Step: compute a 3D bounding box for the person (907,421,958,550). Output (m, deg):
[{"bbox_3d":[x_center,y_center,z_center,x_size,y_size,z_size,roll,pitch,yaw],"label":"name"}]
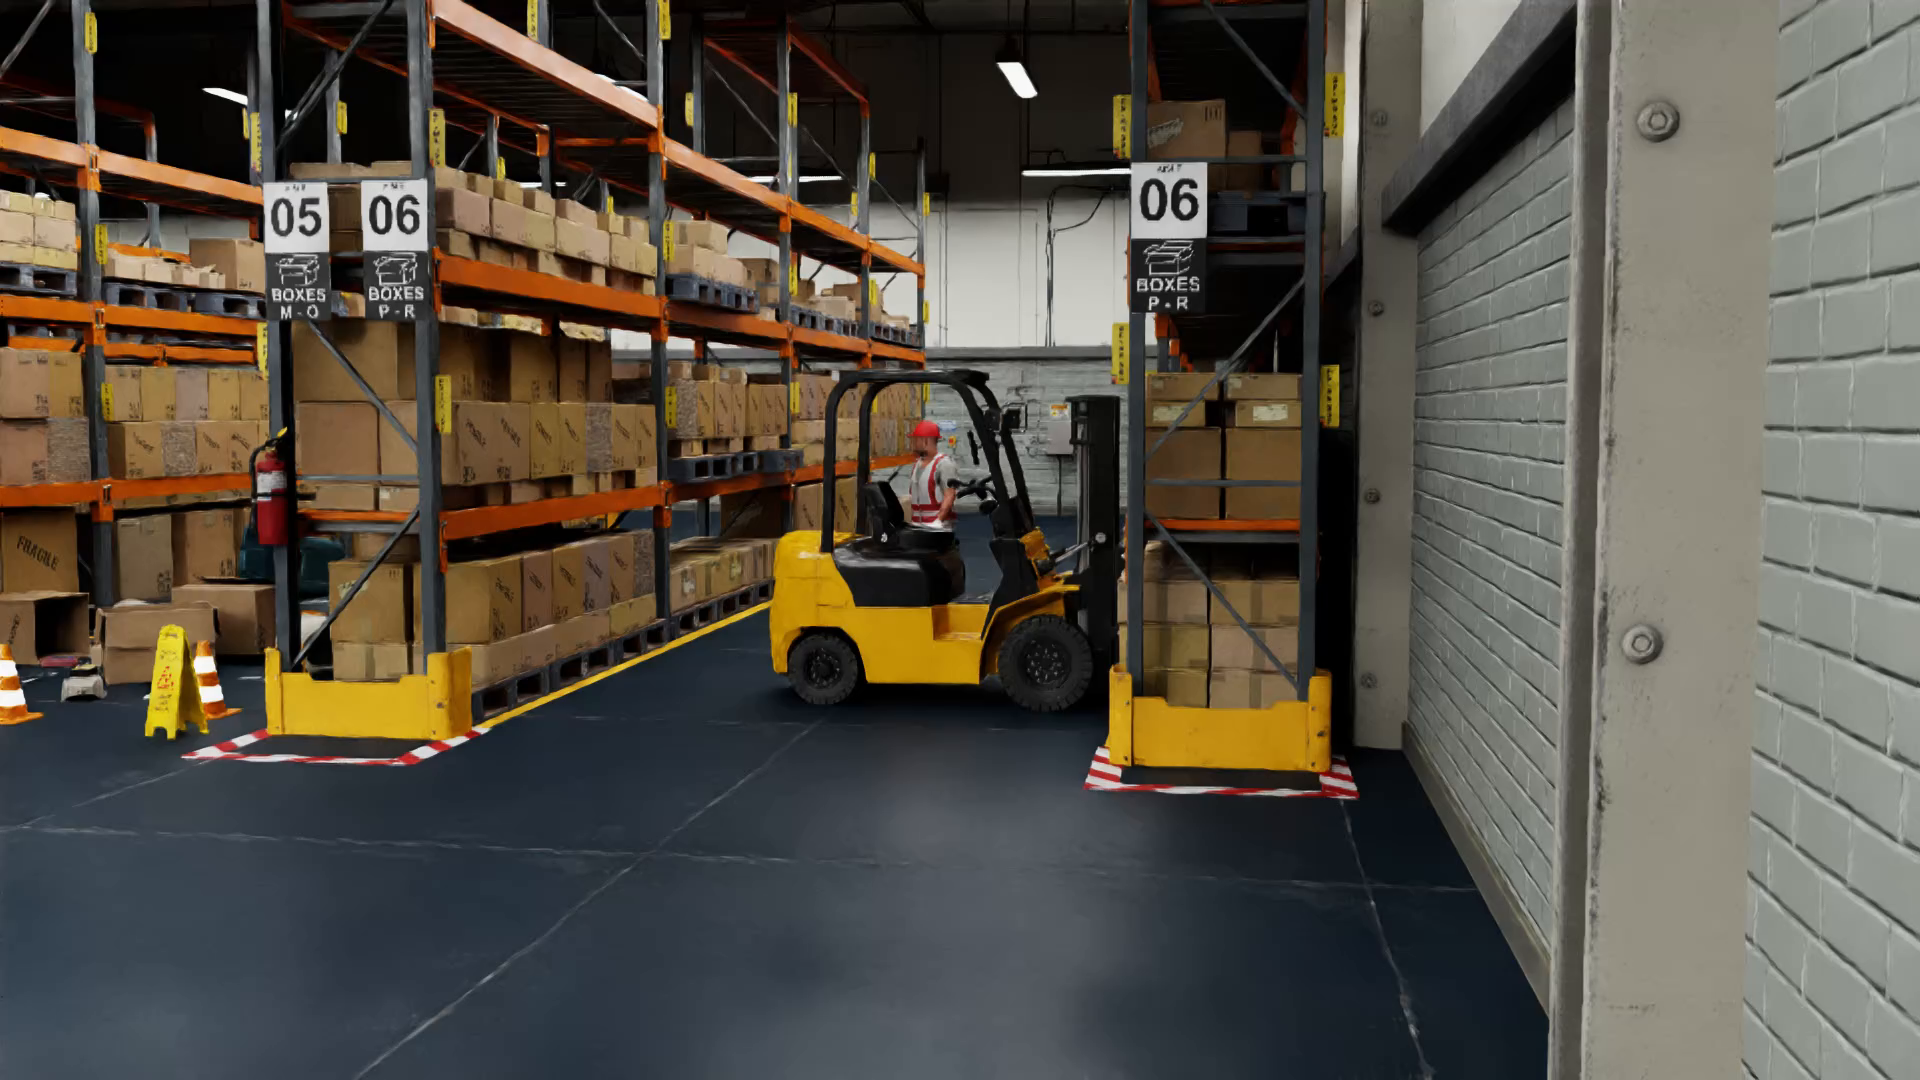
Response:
[{"bbox_3d":[-0.259,-0.083,13.718,0.596,1.794,0.528,4,6,44],"label":"person"}]
